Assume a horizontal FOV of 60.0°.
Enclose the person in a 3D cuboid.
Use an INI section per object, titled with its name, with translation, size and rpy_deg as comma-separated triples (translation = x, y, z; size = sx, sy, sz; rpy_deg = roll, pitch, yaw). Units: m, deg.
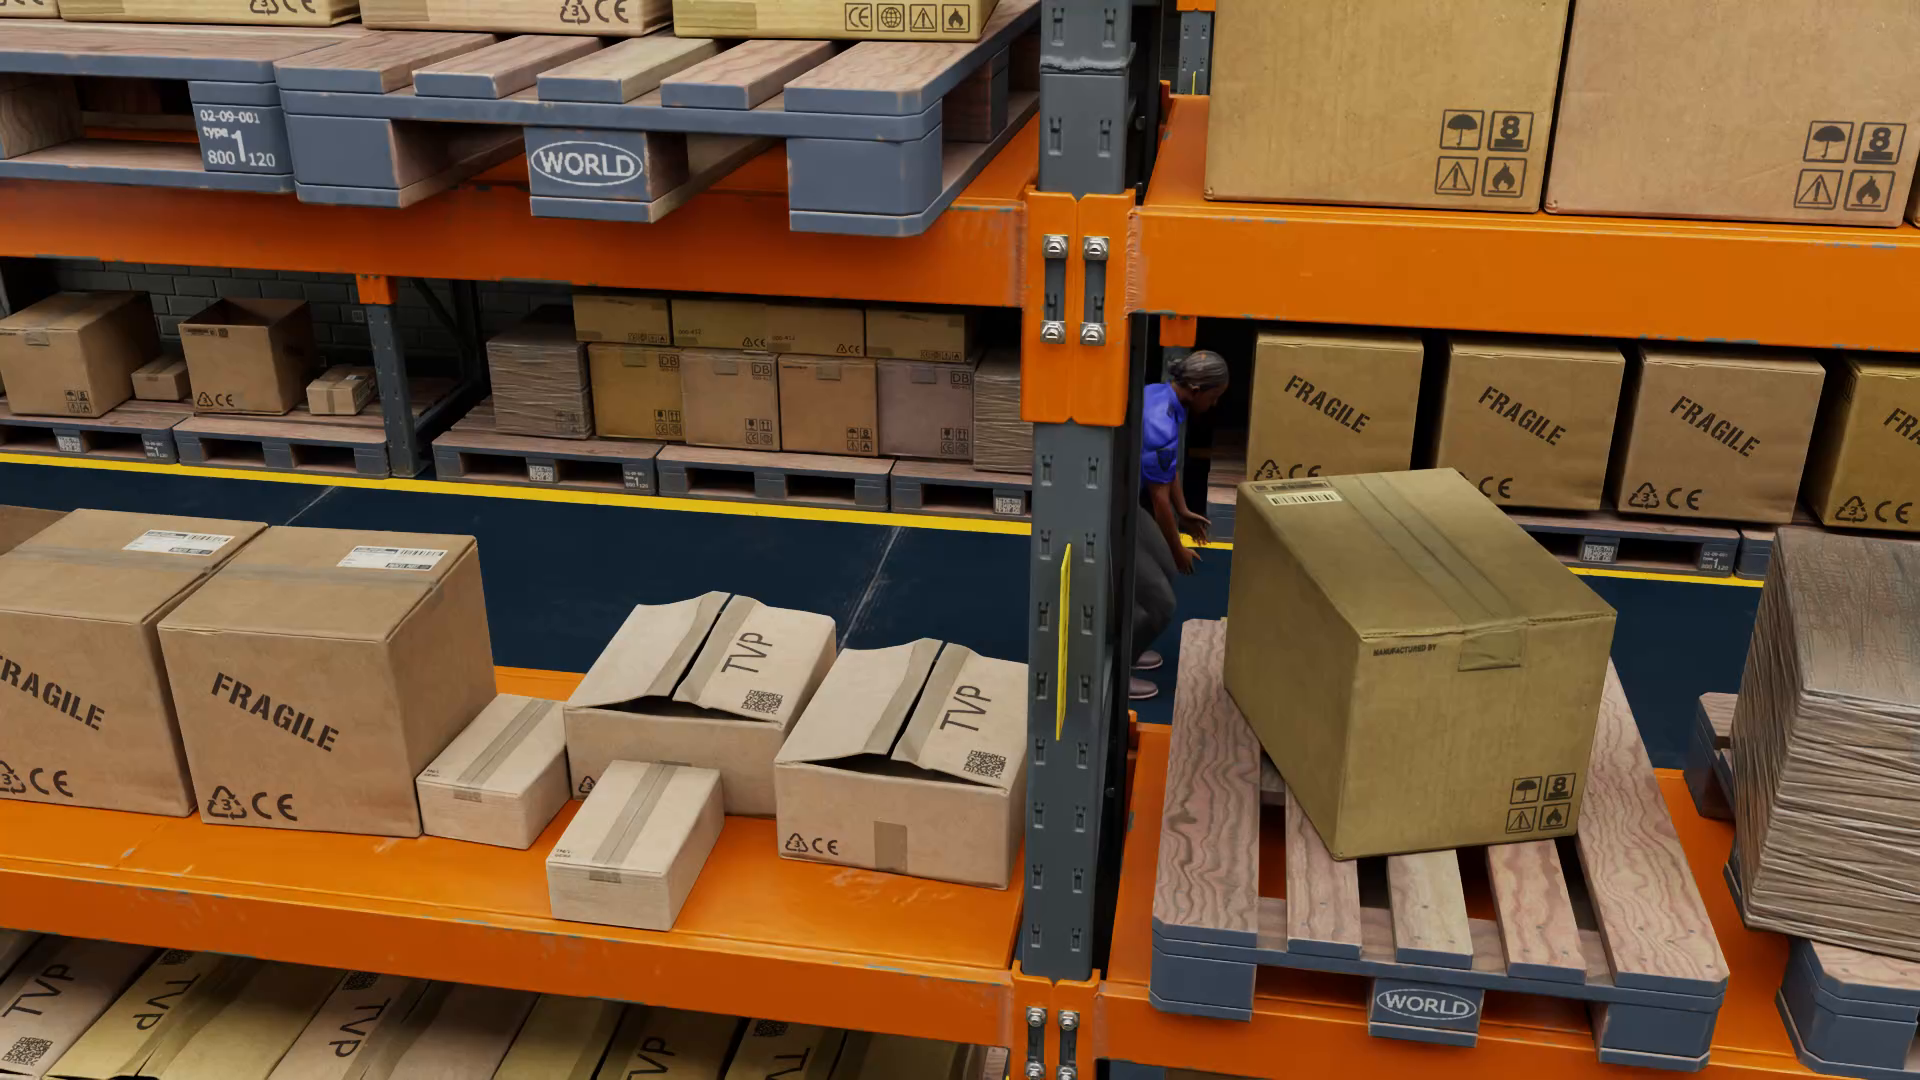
[person]
translation = 0.724, -0.080, 6.584
size = 0.598, 1.416, 0.494
rpy_deg = 4, 25, 9
